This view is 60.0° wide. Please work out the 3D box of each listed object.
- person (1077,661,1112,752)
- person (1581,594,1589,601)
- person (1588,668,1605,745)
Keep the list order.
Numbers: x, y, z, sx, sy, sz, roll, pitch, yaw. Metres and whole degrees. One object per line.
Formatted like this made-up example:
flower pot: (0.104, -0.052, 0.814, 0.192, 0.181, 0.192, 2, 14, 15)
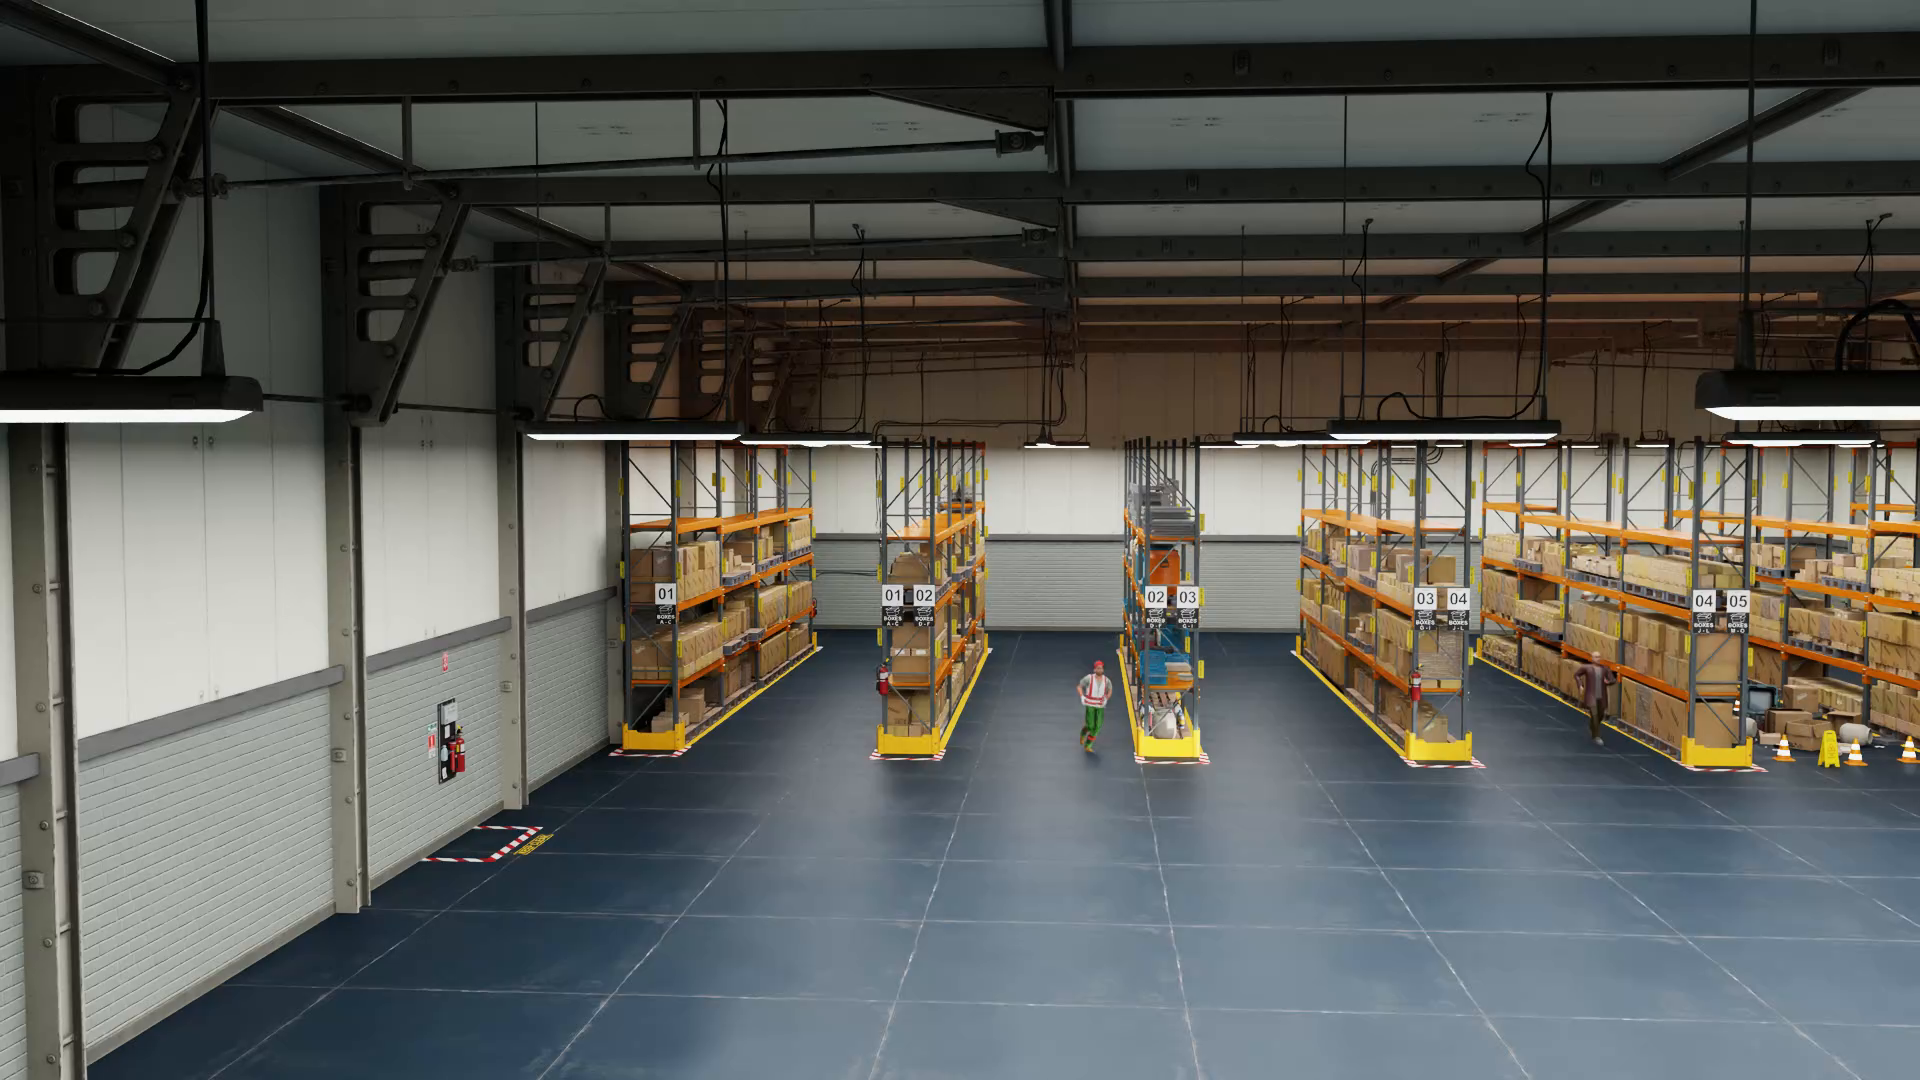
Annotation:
person: (2.579, 3.168, 31.724, 0.655, 1.744, 0.469, -1, 3, -13)
person: (17.944, 2.338, 47.492, 0.879, 1.728, 0.709, 0, 3, 8)
person: (12.455, 3.193, 32.557, 0.624, 1.502, 1.066, 0, 3, 2)
